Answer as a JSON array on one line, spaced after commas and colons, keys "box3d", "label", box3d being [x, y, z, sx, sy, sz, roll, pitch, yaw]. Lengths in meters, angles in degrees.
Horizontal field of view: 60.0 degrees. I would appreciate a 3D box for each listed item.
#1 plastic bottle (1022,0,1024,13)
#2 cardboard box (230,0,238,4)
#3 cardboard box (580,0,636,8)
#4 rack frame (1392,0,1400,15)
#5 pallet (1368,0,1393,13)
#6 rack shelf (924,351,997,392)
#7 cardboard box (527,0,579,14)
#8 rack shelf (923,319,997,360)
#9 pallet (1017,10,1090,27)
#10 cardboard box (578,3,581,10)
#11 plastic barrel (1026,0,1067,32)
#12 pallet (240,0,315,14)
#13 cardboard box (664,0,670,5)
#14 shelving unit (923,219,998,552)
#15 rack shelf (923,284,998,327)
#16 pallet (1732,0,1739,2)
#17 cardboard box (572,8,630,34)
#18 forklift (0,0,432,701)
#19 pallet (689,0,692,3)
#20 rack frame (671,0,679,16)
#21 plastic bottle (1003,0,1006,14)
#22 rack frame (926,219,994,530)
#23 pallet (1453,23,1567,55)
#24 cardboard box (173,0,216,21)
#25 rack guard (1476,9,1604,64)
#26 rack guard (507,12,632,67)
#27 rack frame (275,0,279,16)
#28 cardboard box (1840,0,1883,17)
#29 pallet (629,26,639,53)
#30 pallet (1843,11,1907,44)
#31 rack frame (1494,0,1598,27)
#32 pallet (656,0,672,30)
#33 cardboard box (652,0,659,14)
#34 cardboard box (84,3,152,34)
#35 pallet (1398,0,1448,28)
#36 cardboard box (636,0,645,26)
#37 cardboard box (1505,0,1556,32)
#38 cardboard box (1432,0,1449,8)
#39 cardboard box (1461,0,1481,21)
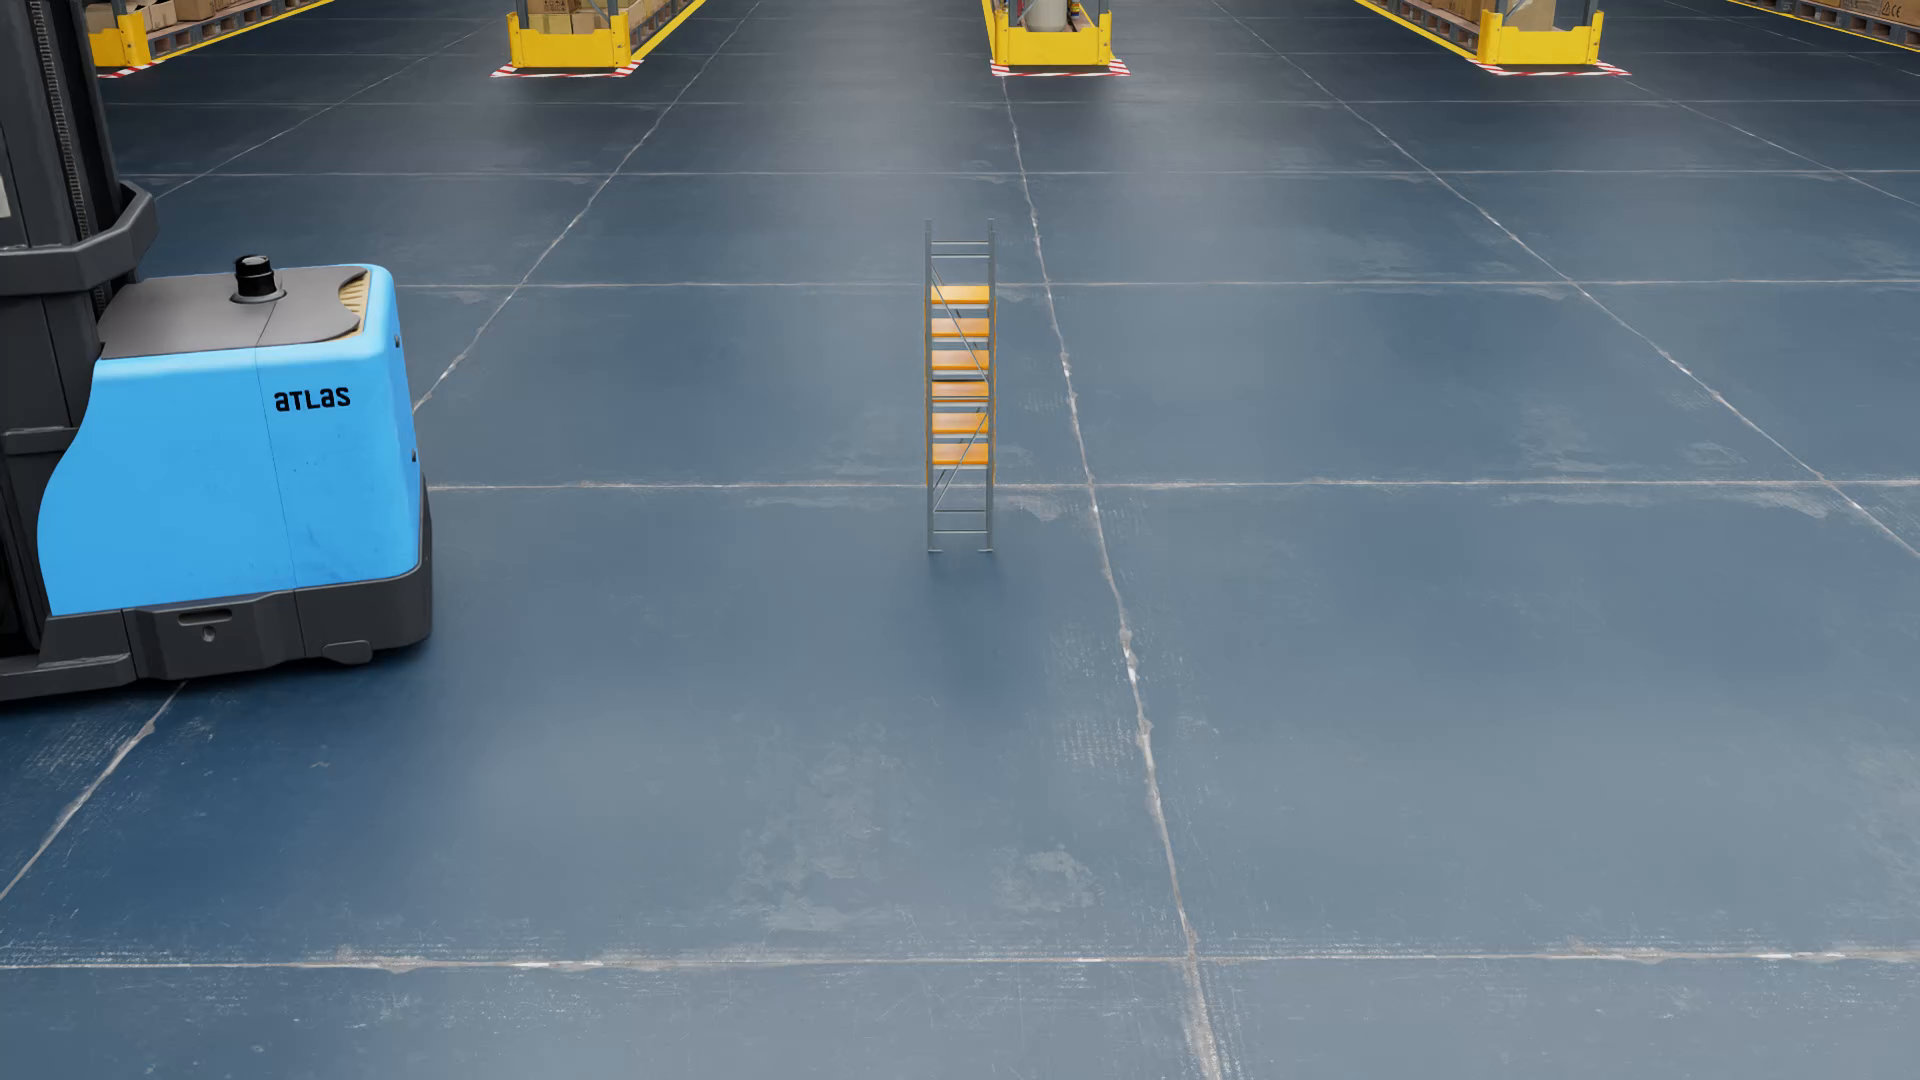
[{"box3d": [0.683, -6.100, 18.960, 0.097, 0.201, 0.097, 0, 24, 0], "label": "plastic bottle"}, {"box3d": [-8.921, -6.544, 19.982, 0.380, 0.166, 0.250, -3, 25, -7], "label": "cardboard box"}, {"box3d": [-3.751, -5.938, 17.656, 0.500, 0.500, 0.500, 0, 24, -1], "label": "cardboard box"}, {"box3d": [5.902, -7.921, 20.124, 1.000, 3.000, 0.127, 0, 24, -1], "label": "rack frame"}, {"box3d": [5.892, -6.971, 21.408, 1.003, 0.211, 1.213, 0, 24, -1], "label": "pallet"}, {"box3d": [0.000, -0.610, 5.958, 0.258, 0.103, 0.180, 0, 24, -1], "label": "rack shelf"}, {"box3d": [-4.263, -5.730, 17.196, 0.500, 0.500, 0.500, 0, 24, -1], "label": "cardboard box"}, {"box3d": [0.000, -0.719, 5.909, 0.258, 0.103, 0.180, 0, 24, -1], "label": "rack shelf"}, {"box3d": [0.932, -5.847, 18.923, 1.003, 0.211, 1.213, 0, 24, -1], "label": "pallet"}, {"box3d": [-4.279, -5.594, 17.806, 0.500, 0.250, 0.500, 0, 24, -1], "label": "cardboard box"}, {"box3d": [0.910, -5.579, 17.455, 0.421, 0.512, 0.421, 0, 24, 0], "label": "plastic barrel"}, {"box3d": [-8.967, -6.905, 21.260, 1.003, 0.211, 1.213, 0, 24, -1], "label": "pallet"}, {"box3d": [-3.780, -6.627, 20.089, 0.500, 0.250, 0.500, 0, 24, -1], "label": "cardboard box"}, {"box3d": [0.000, -0.541, 5.990, 0.258, 1.200, 0.189, 0, 24, -1], "label": "shelving unit"}, {"box3d": [0.000, -0.828, 5.860, 0.258, 0.103, 0.180, 0, 24, -1], "label": "rack shelf"}, {"box3d": [10.763, -7.453, 22.472, 1.003, 0.211, 1.213, 0, 24, -1], "label": "pallet"}, {"box3d": [-3.743, -5.390, 17.355, 0.500, 0.250, 0.500, 0, 24, -1], "label": "cardboard box"}, {"box3d": [-3.299, -0.974, 4.848, 3.031, 2.935, 1.130, -7, 25, -15], "label": "forklift"}, {"box3d": [-4.067, -7.415, 22.389, 1.003, 0.211, 1.213, 0, 24, -1], "label": "pallet"}, {"box3d": [-4.003, -7.878, 20.029, 1.000, 3.000, 0.127, 0, 24, -1], "label": "rack frame"}, {"box3d": [0.515, -6.016, 18.675, 0.061, 0.283, 0.133, 0, 24, 1], "label": "plastic bottle"}, {"box3d": [-0.001, -0.578, 6.073, 0.240, 1.200, 0.006, 0, 24, -1], "label": "rack frame"}, {"box3d": [5.972, -5.369, 17.864, 1.003, 0.211, 1.213, 0, 24, -1], "label": "pallet"}, {"box3d": [-8.795, -6.091, 18.576, 0.700, 0.500, 0.500, -2, 24, -4], "label": "cardboard box"}, {"box3d": [5.945, -5.165, 17.064, 1.175, 0.500, 0.348, 0, 24, -1], "label": "rack guard"}, {"box3d": [-3.960, -5.081, 16.878, 1.175, 0.500, 0.348, 0, 24, -1], "label": "rack guard"}, {"box3d": [-8.957, -7.854, 19.976, 1.000, 3.000, 0.127, 0, 24, -1], "label": "rack frame"}, {"box3d": [10.814, -6.494, 19.038, 0.875, 0.875, 0.875, 0, 24, 0], "label": "cardboard box"}, {"box3d": [-4.010, -5.274, 17.656, 1.003, 0.211, 1.213, 0, 24, -1], "label": "pallet"}, {"box3d": [10.809, -5.814, 18.848, 1.003, 0.211, 1.213, 0, 24, -1], "label": "pallet"}, {"box3d": [5.946, -6.273, 16.480, 1.000, 3.000, 0.127, 0, 24, -1], "label": "rack frame"}, {"box3d": [-4.037, -6.280, 19.879, 1.003, 0.211, 1.213, 0, 24, -1], "label": "pallet"}, {"box3d": [-3.764, -6.215, 19.178, 0.500, 0.250, 0.500, 0, 24, -1], "label": "cardboard box"}, {"box3d": [-8.831, -5.467, 17.427, 0.500, 0.311, 0.500, -3, 25, -7], "label": "cardboard box"}, {"box3d": [5.945, -6.374, 20.087, 1.003, 0.211, 1.213, 0, 24, -1], "label": "pallet"}, {"box3d": [-3.757, -5.802, 18.267, 0.500, 0.250, 0.500, 0, 24, -1], "label": "cardboard box"}, {"box3d": [5.956, -5.583, 17.477, 0.500, 0.500, 0.500, 4, 25, 9], "label": "cardboard box"}, {"box3d": [5.881, -6.573, 19.666, 0.500, 0.500, 0.500, 8, 25, 16], "label": "cardboard box"}, {"box3d": [5.927, -6.087, 18.592, 0.500, 0.500, 0.500, 2, 24, 4], "label": "cardboard box"}]
